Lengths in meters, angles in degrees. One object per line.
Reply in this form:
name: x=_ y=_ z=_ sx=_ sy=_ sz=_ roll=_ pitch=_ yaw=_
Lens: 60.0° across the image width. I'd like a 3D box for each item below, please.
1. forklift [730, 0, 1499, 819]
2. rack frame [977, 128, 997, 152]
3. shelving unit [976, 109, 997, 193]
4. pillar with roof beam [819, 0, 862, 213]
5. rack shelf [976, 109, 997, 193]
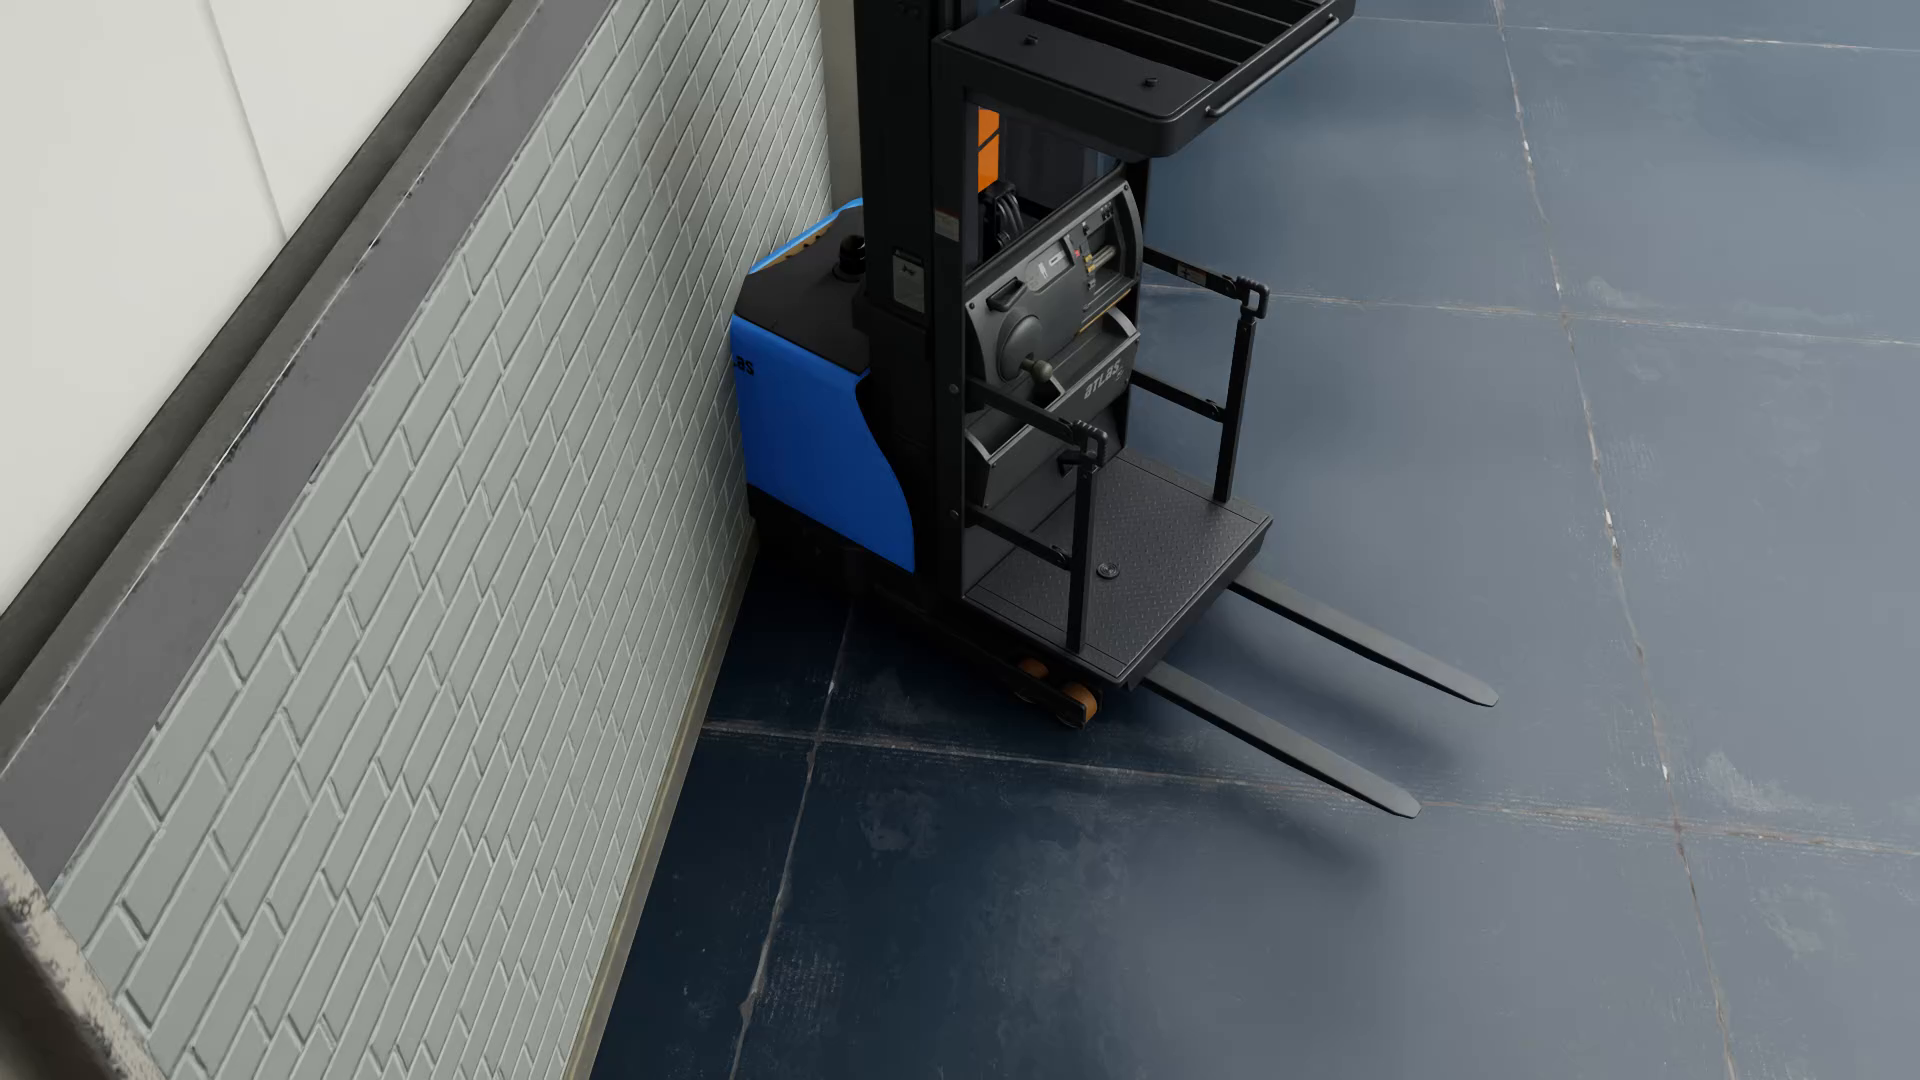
forklift: x=0.494 y=-0.803 z=5.467 sx=3.031 sy=2.935 sz=1.130 roll=28 pitch=50 yaw=26
rack frame: x=0.114 y=-1.462 z=7.203 sx=0.500 sy=1.500 sz=0.032 roll=4 pitch=44 yaw=5
shelving unit: x=0.168 y=-1.803 z=7.564 sx=0.587 sy=1.500 sz=1.083 roll=4 pitch=44 yaw=5
pillar with roof beam: x=3.841 y=-4.232 z=4.674 sx=9.100 sy=9.000 sz=0.400 roll=5 pitch=44 yaw=6
rack shelf: x=0.169 y=-1.679 z=7.694 sx=0.538 sy=0.185 sz=1.000 roll=4 pitch=44 yaw=5
